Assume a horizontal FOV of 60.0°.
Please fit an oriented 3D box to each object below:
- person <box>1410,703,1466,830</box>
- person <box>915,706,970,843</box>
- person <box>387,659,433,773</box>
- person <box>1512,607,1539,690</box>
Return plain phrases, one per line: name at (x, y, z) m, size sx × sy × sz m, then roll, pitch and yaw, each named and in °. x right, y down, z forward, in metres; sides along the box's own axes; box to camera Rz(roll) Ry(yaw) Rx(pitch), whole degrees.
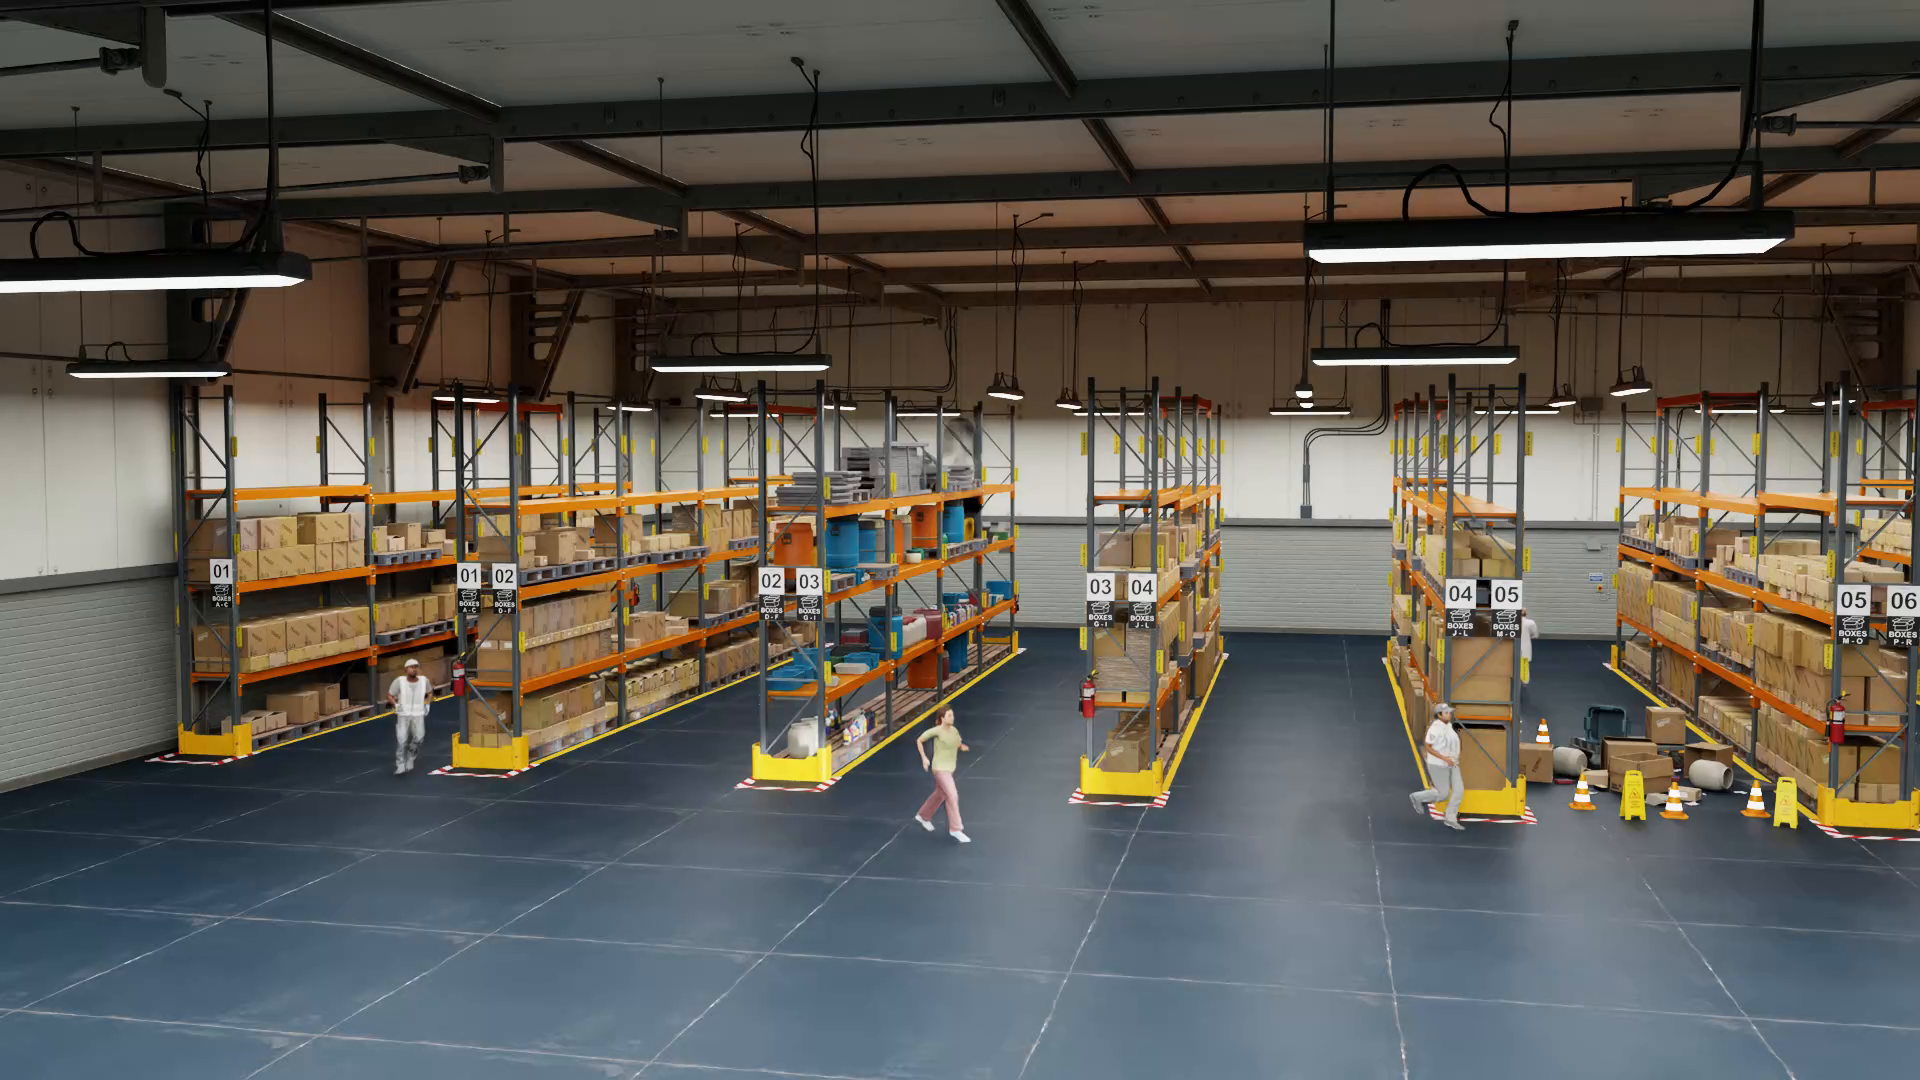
person at (6.332, 2.972, 21.955) m, size 0.746 × 1.655 × 0.616 m, roll 3°, pitch 4°, yaw 44°
person at (-0.220, 2.955, 21.229) m, size 0.913 × 1.694 × 0.556 m, roll 2°, pitch 4°, yaw 36°
person at (-8.406, 2.699, 25.500) m, size 0.696 × 1.745 × 0.562 m, roll -1°, pitch 4°, yaw -25°
person at (11.368, 2.223, 33.749) m, size 0.718 × 1.759 × 1.096 m, roll 1°, pitch 3°, yaw 13°
